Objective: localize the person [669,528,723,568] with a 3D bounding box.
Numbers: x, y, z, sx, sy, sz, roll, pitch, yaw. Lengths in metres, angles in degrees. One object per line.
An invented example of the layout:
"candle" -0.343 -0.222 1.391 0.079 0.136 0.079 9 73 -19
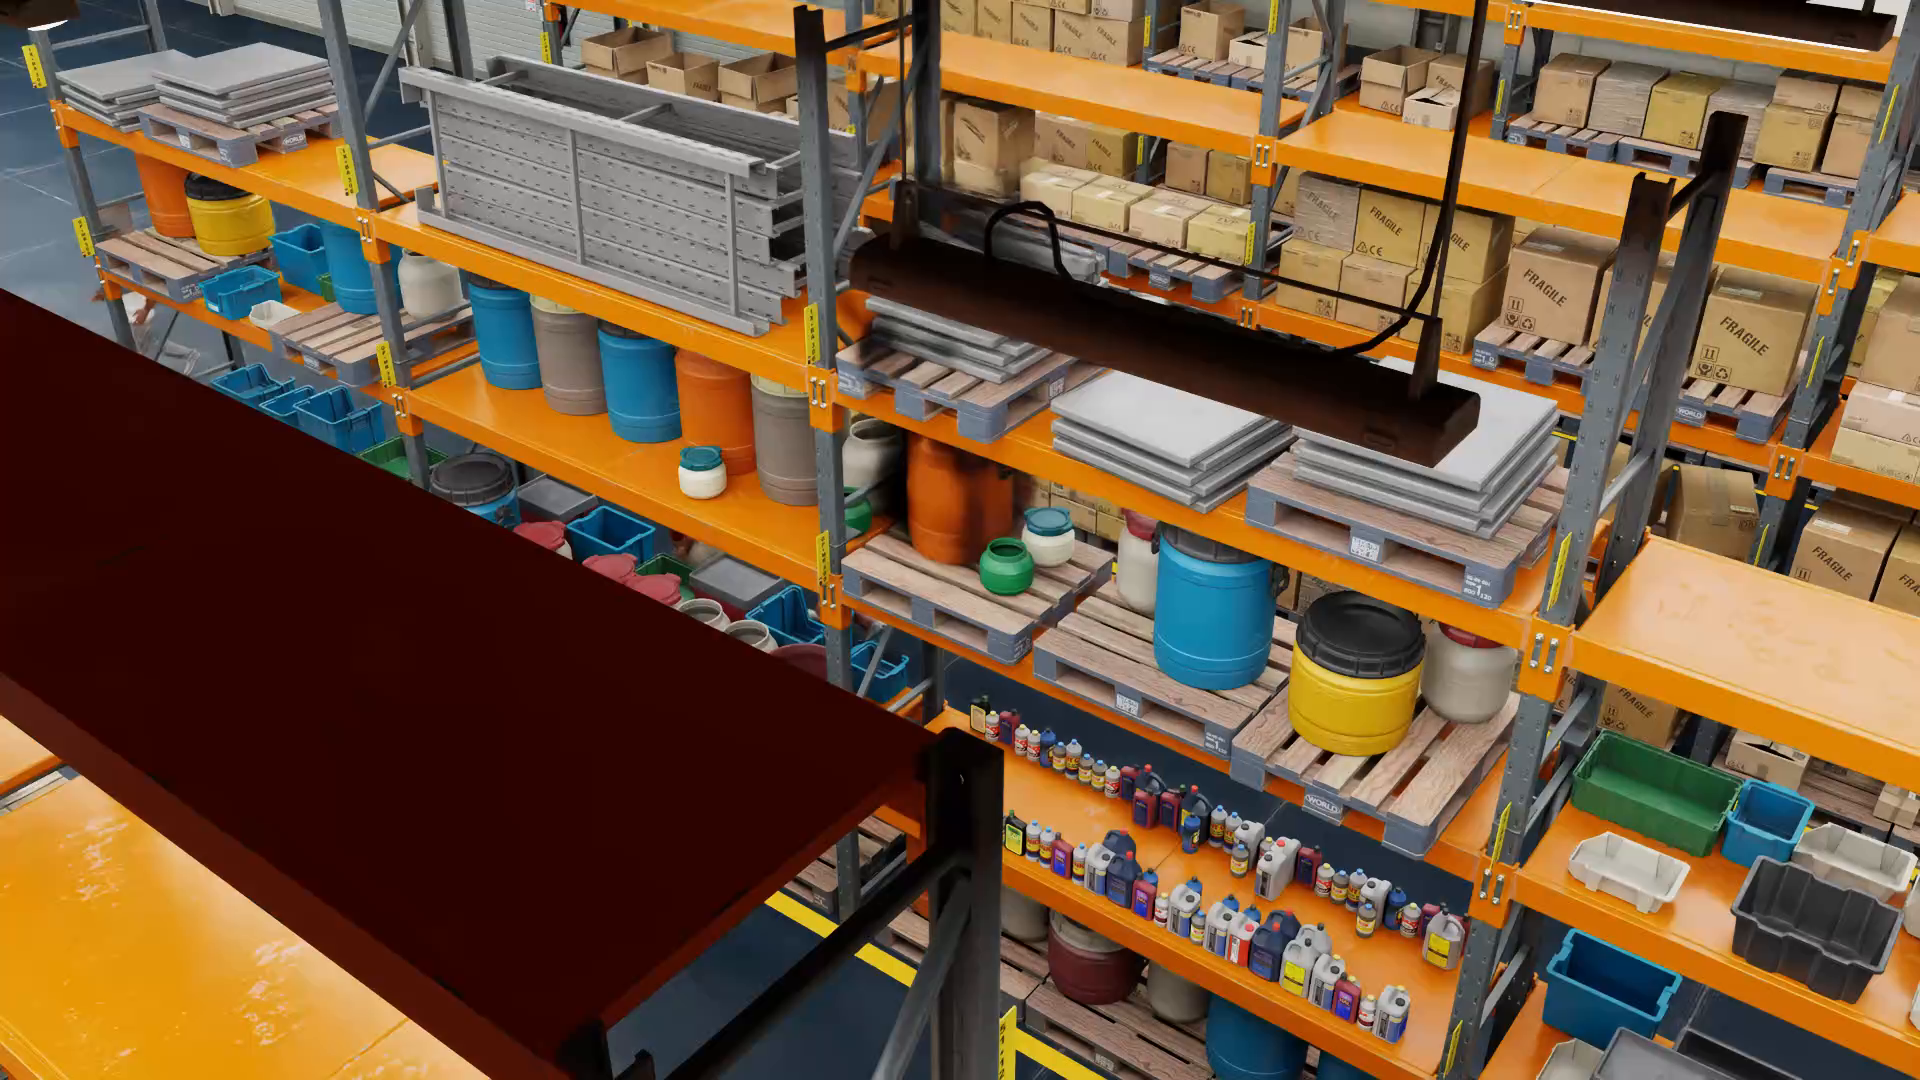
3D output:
"person" -2.151 0.112 13.475 0.801 1.776 0.611 22 38 31

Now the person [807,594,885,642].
"person" -0.965 0.081 13.544 0.914 1.645 0.586 19 36 28

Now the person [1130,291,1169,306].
"person" 1.830 -1.987 16.870 0.576 1.726 0.643 18 36 26

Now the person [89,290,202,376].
"person" -8.571 -2.353 17.439 0.948 1.754 0.681 -19 36 -28
